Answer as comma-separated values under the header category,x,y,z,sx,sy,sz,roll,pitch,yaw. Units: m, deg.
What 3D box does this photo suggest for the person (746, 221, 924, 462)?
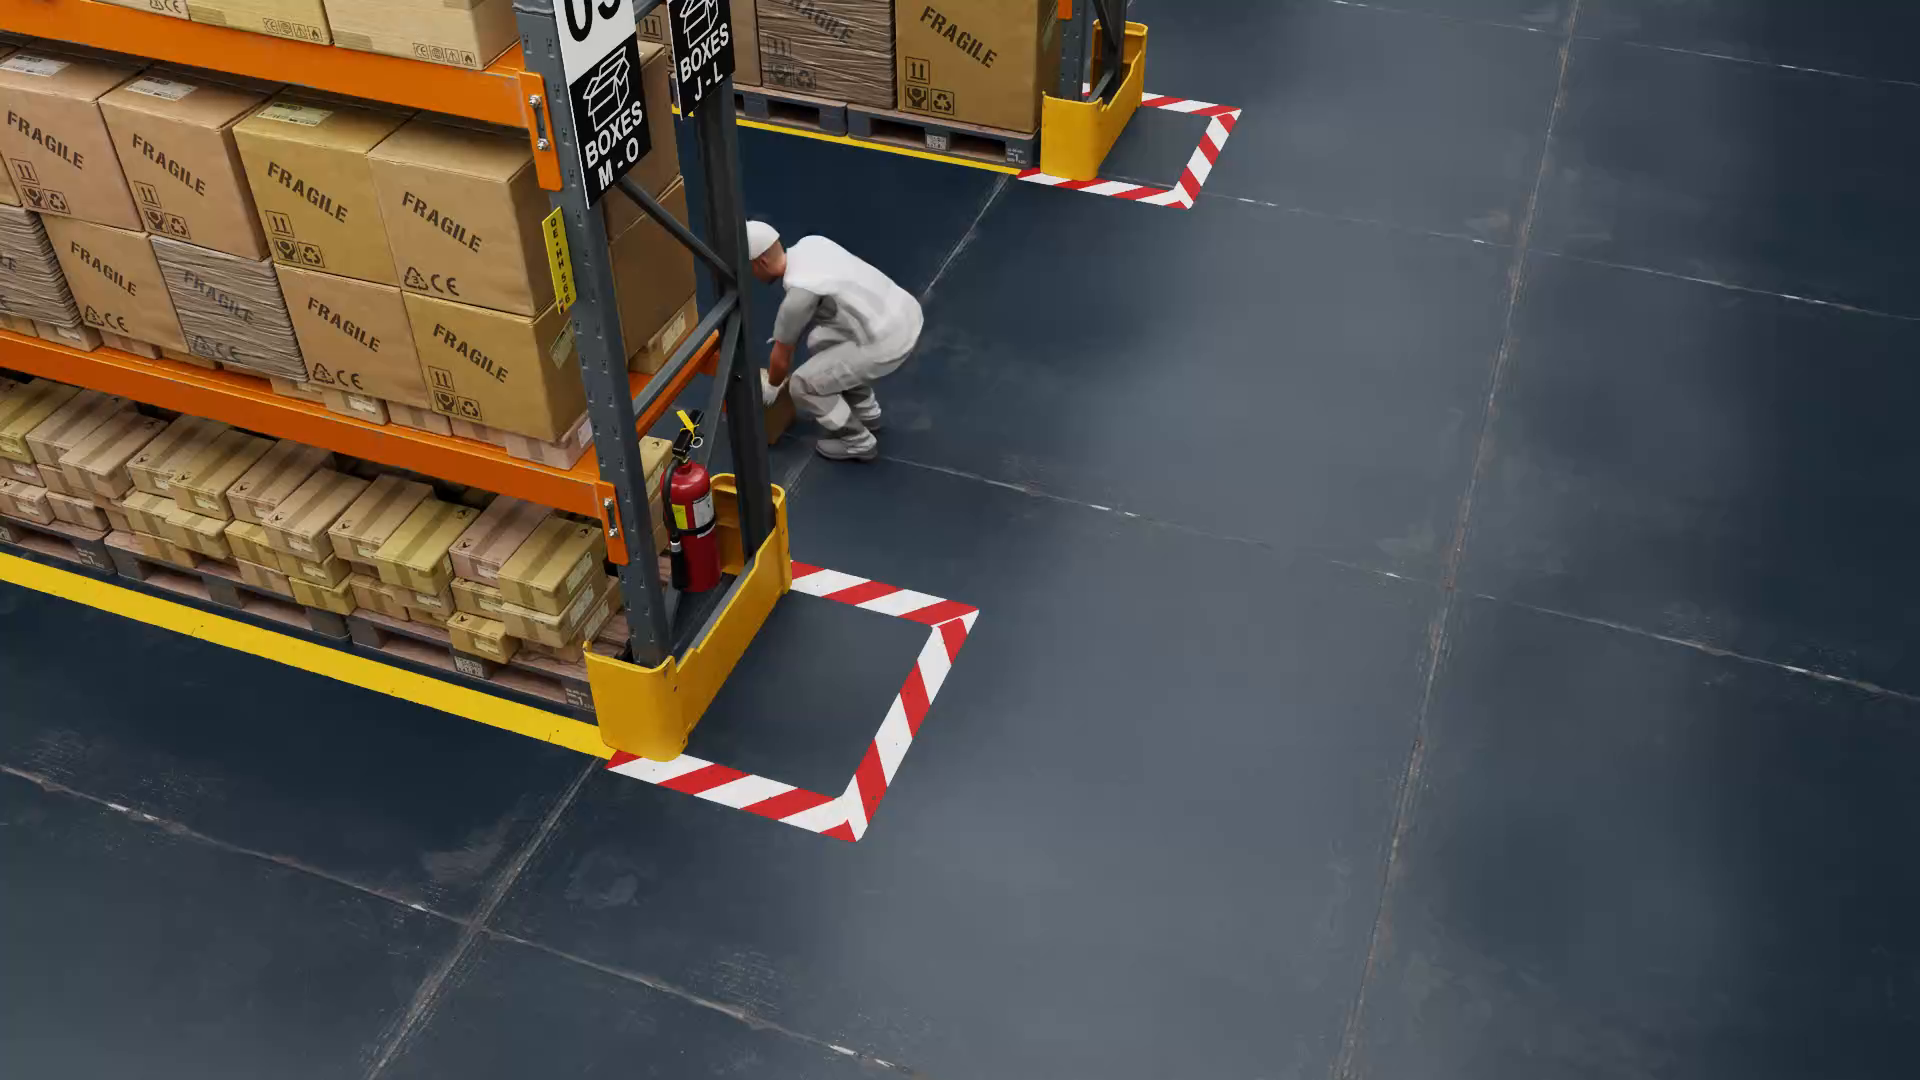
category,x,y,z,sx,sy,sz,roll,pitch,yaw
person,-0.605,-0.916,7.660,0.852,1.172,0.580,9,42,10
